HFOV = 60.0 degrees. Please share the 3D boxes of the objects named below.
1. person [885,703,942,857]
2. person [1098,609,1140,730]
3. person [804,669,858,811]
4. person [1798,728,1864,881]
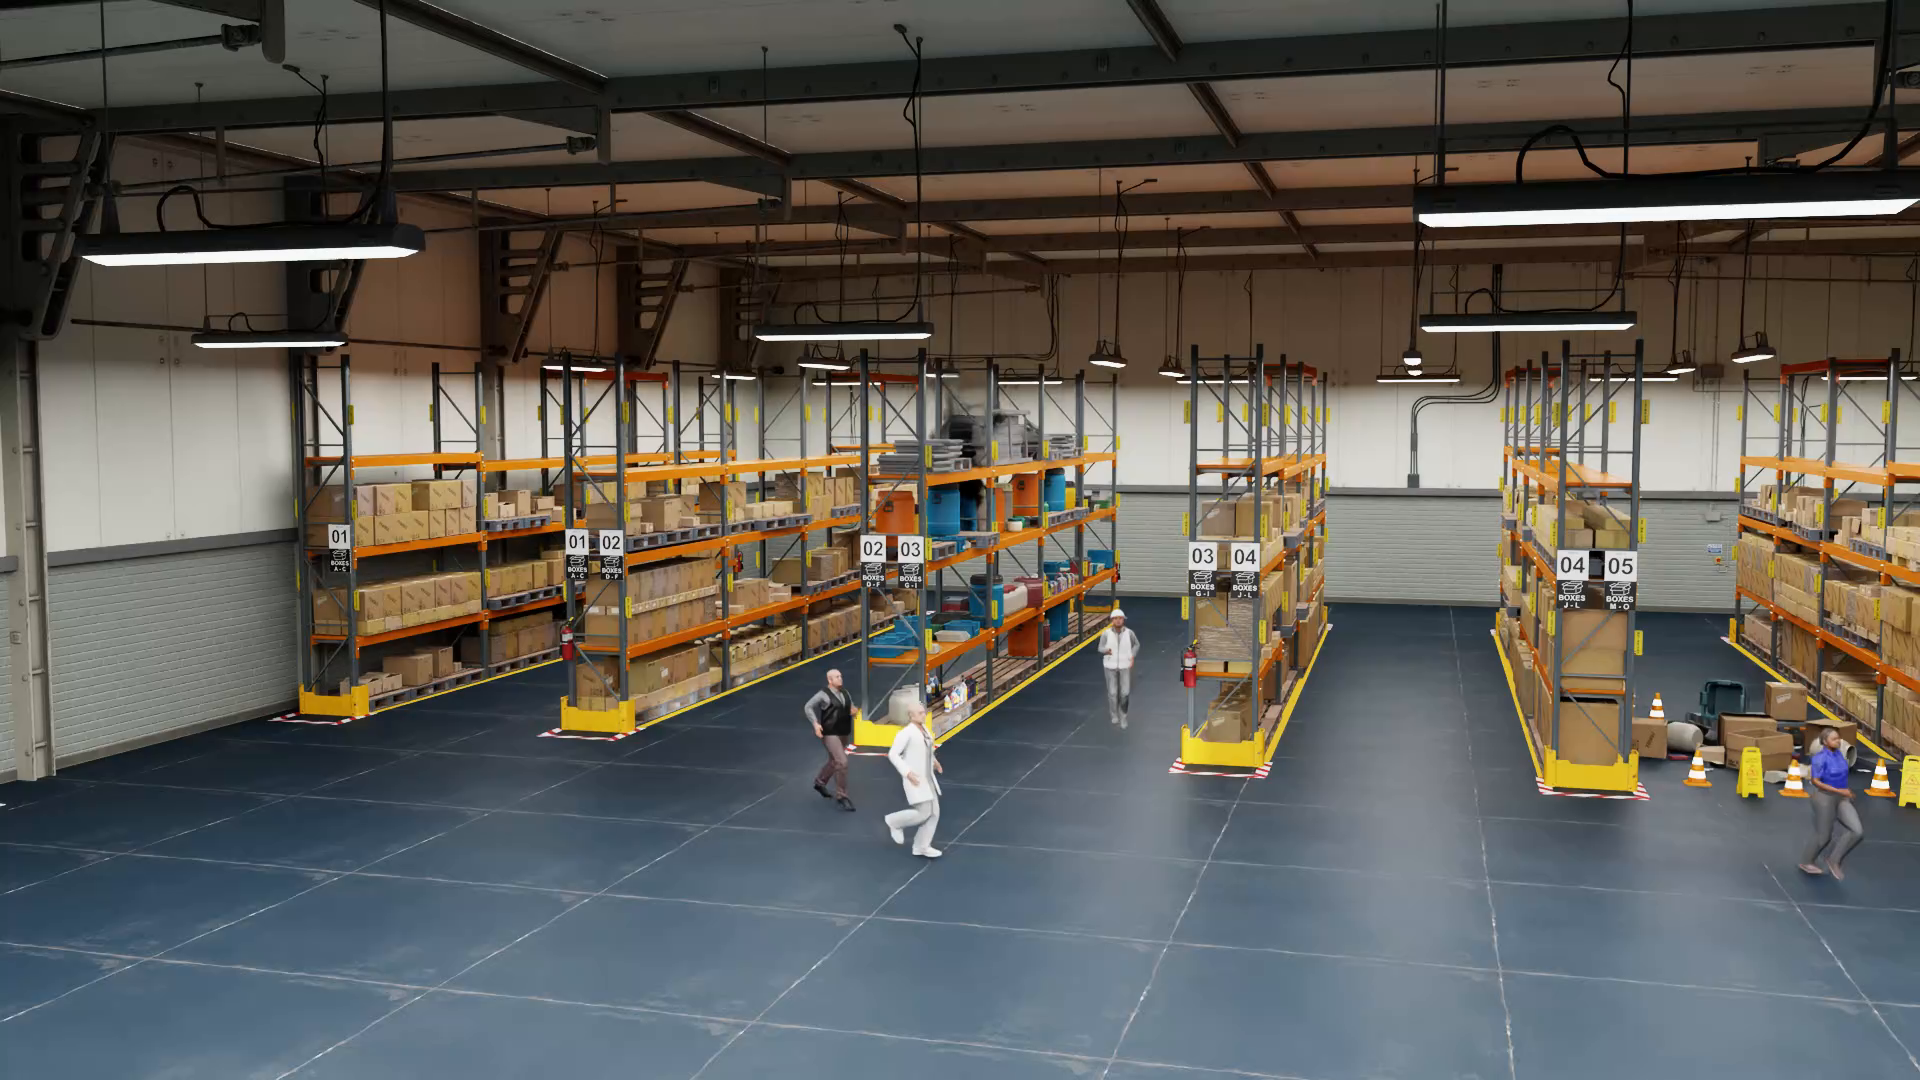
[{"bbox_3d":[-0.476,2.720,18.890,0.635,1.734,0.726,3,5,31],"label":"person"},{"bbox_3d":[2.408,1.971,25.208,0.642,1.834,0.651,0,4,5],"label":"person"},{"bbox_3d":[-1.611,2.536,21.313,0.825,1.772,0.634,3,5,36],"label":"person"},{"bbox_3d":[9.415,2.849,17.954,0.581,1.651,0.656,-2,5,-24],"label":"person"}]
